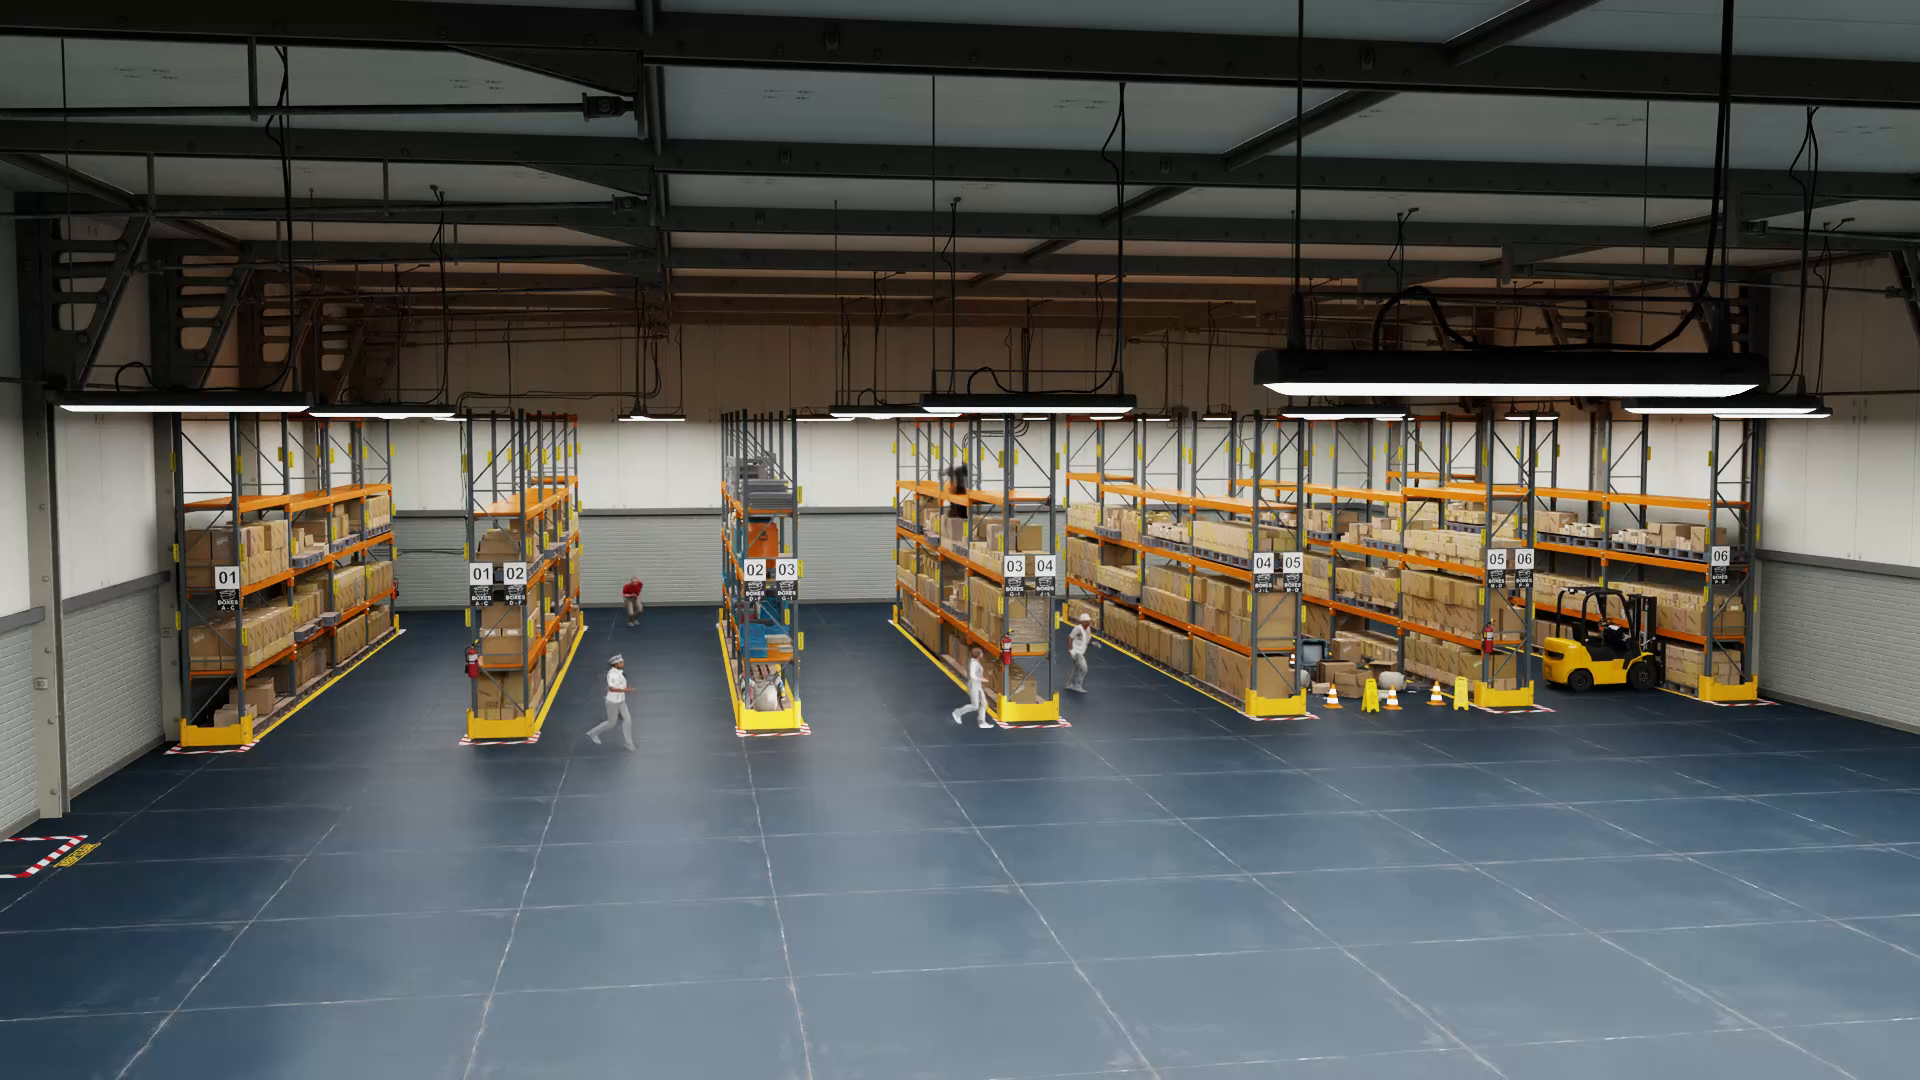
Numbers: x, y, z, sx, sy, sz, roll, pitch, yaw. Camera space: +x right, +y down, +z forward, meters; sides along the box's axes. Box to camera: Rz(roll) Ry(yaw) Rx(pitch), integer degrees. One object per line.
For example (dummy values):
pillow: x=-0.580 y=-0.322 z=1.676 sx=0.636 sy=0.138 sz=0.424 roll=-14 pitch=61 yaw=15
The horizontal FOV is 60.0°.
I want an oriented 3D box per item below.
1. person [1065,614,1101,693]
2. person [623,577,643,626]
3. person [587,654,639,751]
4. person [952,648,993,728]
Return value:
person: x=2.583 y=2.417 z=35.504 sx=0.845 sy=1.737 sz=0.702 roll=2 pitch=4 yaw=21
person: x=-9.213 y=1.735 z=46.880 sx=0.704 sy=1.452 sz=0.939 roll=-3 pitch=5 yaw=-36
person: x=-6.094 y=2.863 z=29.173 sx=0.904 sy=1.739 sz=0.550 roll=1 pitch=4 yaw=7
person: x=0.231 y=2.776 z=31.161 sx=0.782 sy=1.549 sz=0.581 roll=0 pitch=4 yaw=7
